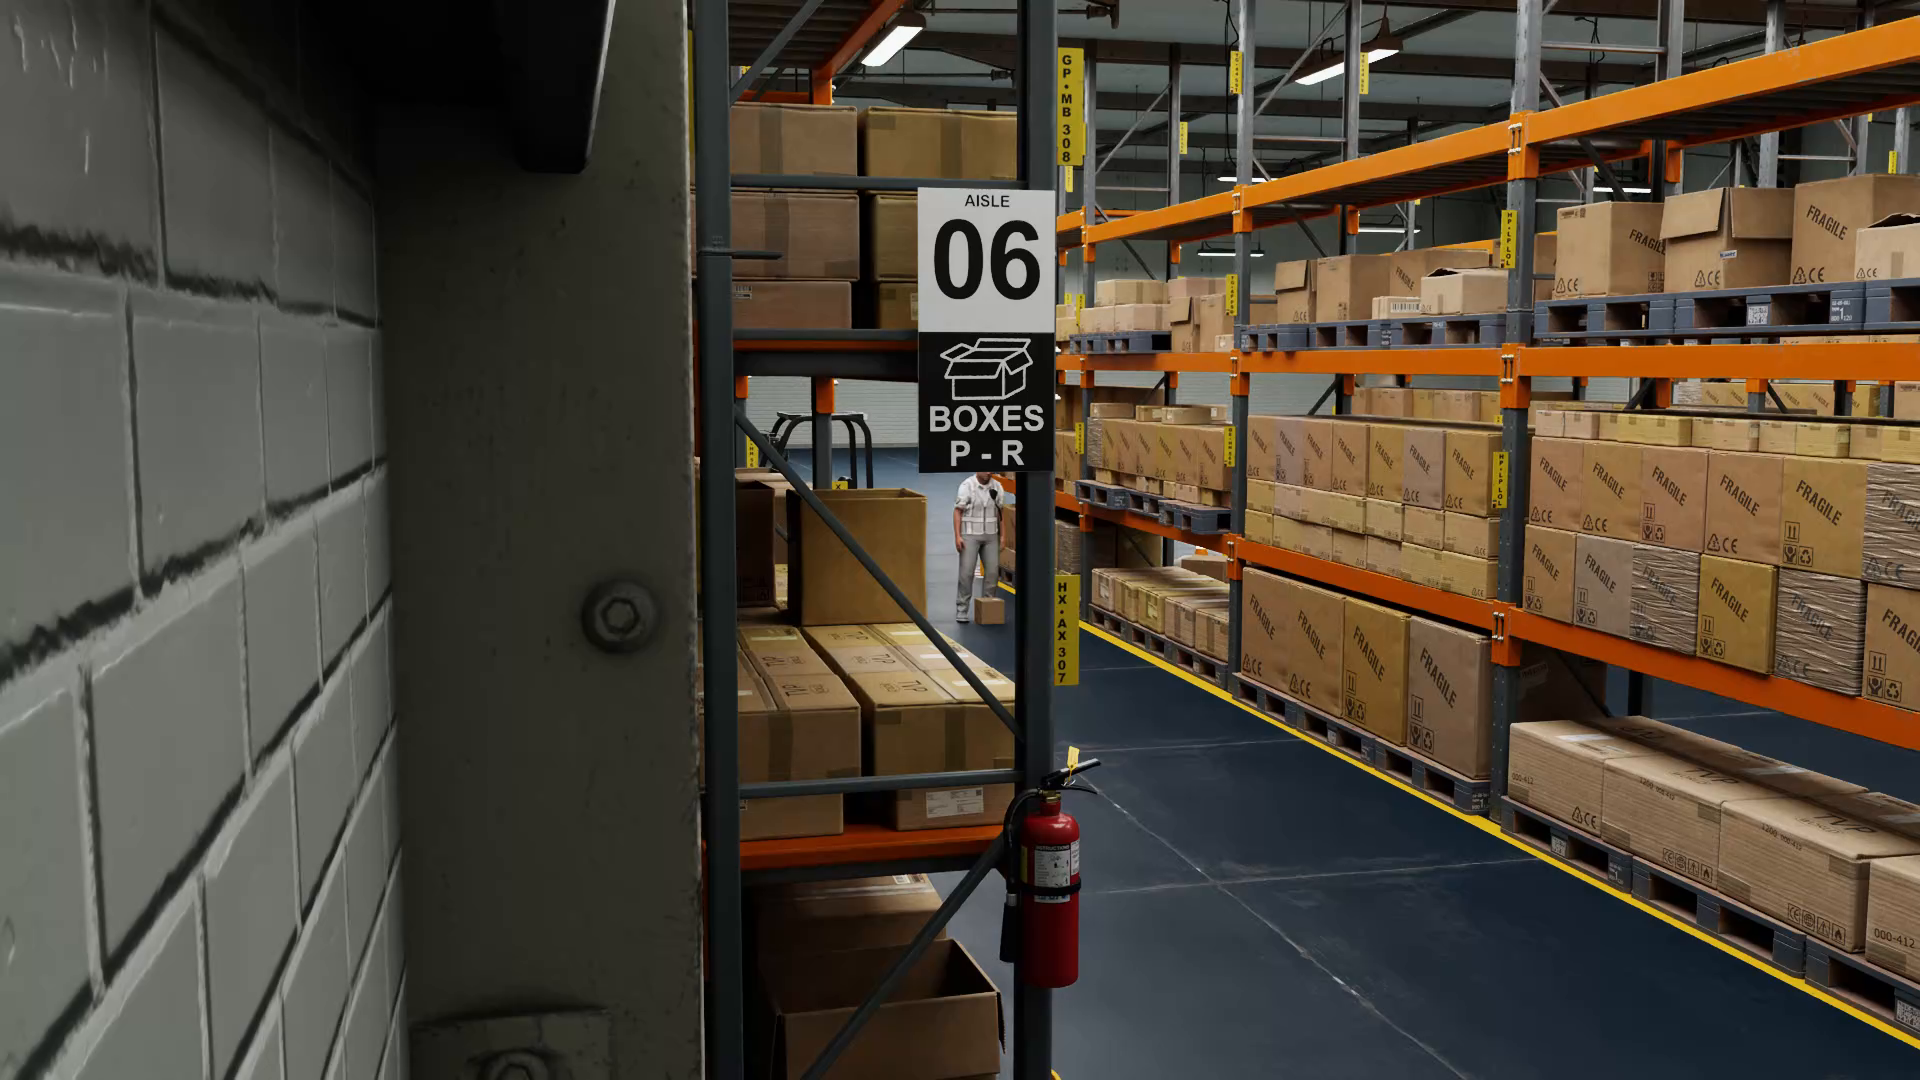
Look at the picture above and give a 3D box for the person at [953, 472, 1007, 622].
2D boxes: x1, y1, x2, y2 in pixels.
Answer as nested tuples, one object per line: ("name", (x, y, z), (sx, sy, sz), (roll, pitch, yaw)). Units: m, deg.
("person", (0.203, -0.028, 17.646), (0.607, 1.747, 0.438), (-2, 7, -21))
